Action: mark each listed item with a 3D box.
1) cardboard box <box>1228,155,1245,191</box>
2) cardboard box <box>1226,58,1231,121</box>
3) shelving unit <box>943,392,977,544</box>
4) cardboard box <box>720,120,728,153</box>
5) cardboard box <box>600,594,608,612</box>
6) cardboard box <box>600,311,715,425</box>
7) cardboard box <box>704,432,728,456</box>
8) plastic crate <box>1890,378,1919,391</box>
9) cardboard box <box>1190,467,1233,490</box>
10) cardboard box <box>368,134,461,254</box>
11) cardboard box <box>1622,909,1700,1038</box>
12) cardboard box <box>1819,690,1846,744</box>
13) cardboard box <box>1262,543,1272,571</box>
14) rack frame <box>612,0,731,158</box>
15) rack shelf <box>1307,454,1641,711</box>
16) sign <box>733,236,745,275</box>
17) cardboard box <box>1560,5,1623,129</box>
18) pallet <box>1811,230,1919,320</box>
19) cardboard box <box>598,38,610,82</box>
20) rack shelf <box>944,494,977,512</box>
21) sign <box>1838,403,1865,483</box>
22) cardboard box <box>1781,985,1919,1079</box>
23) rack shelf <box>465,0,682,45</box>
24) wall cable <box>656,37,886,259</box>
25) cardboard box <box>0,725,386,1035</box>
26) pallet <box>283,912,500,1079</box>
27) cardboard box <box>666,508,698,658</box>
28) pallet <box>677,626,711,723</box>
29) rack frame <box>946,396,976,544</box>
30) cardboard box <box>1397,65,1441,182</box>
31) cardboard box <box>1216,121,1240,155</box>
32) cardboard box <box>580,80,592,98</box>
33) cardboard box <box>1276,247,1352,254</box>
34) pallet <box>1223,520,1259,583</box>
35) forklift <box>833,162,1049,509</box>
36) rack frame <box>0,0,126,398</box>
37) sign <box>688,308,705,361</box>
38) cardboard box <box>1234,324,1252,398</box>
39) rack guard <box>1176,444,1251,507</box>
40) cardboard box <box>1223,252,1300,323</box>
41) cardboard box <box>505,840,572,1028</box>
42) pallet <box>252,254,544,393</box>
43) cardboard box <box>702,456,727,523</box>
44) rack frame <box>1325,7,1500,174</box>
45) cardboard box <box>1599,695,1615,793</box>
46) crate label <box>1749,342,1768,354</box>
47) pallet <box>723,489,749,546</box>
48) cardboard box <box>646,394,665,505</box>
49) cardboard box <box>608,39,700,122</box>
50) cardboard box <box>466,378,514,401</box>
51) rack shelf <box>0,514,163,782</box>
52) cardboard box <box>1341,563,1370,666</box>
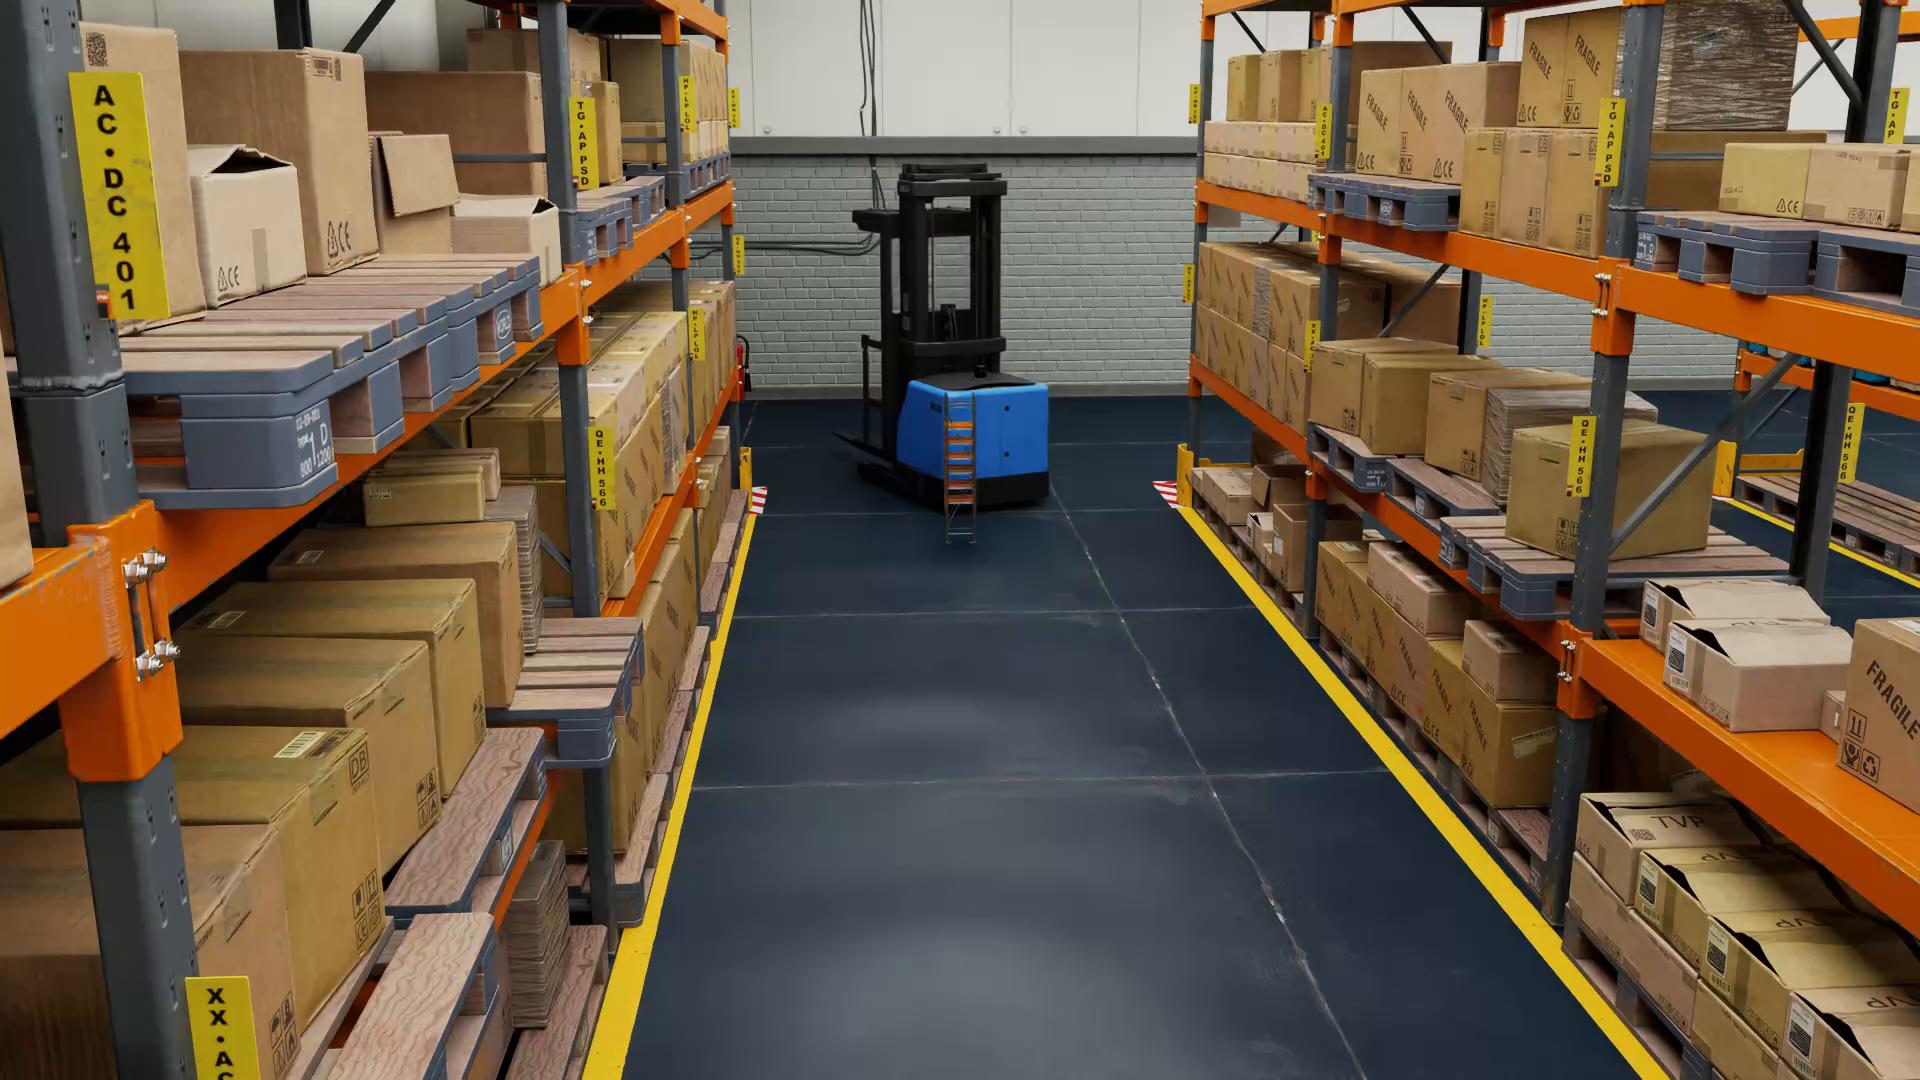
[{"bbox_3d":[2.353,-2.809,12.704,0.500,0.250,0.500,-1,14,-3],"label":"cardboard box"},{"bbox_3d":[2.573,-3.667,13.532,0.700,0.500,0.500,-1,14,-3],"label":"cardboard box"},{"bbox_3d":[0.001,-0.577,13.363,0.258,1.200,0.189,-1,14,-3],"label":"shelving unit"},{"bbox_3d":[-2.109,-3.186,13.125,0.500,0.250,0.500,0,14,-2],"label":"cardboard box"},{"bbox_3d":[-1.720,0.222,7.109,0.380,0.149,0.250,-1,14,-3],"label":"cardboard box"},{"bbox_3d":[-2.229,-1.199,11.565,0.980,0.700,0.700,-1,14,-5],"label":"cardboard box"},{"bbox_3d":[-2.070,-0.773,13.385,0.380,0.149,0.250,0,14,-2],"label":"cardboard box"},{"bbox_3d":[7.309,-1.220,12.656,0.293,0.136,0.466,-1,14,-3],"label":"plastic crate"},{"bbox_3d":[2.208,-0.532,14.413,0.380,0.149,0.250,-1,14,-3],"label":"cardboard box"},{"bbox_3d":[-1.936,-0.931,4.857,0.797,0.503,0.637,1,14,4],"label":"cardboard box"},{"bbox_3d":[2.792,1.568,6.086,0.500,0.250,0.500,-1,14,-5],"label":"cardboard box"},{"bbox_3d":[3.155,0.618,5.607,0.380,0.149,0.250,0,14,1],"label":"cardboard box"},{"bbox_3d":[2.371,0.124,11.865,0.380,0.149,0.250,-1,14,-3],"label":"cardboard box"},{"bbox_3d":[-2.419,-4.637,13.490,1.000,3.000,0.127,-1,14,-3],"label":"rack frame"},{"bbox_3d":[2.896,0.031,8.828,1.077,0.370,4.000,-1,14,-3],"label":"rack shelf"},{"bbox_3d":[-1.877,-2.412,14.083,0.100,0.325,0.005,-1,14,-3],"label":"sign"},{"bbox_3d":[2.968,-2.040,7.210,0.500,0.500,0.500,-1,14,-3],"label":"cardboard box"},{"bbox_3d":[3.224,-0.735,4.724,1.003,0.211,1.213,0,14,-1],"label":"pallet"},{"bbox_3d":[-2.448,-2.902,10.519,0.500,0.500,0.500,-1,14,-4],"label":"cardboard box"},{"bbox_3d":[0.001,-0.302,13.434,0.258,0.103,0.180,-1,14,-3],"label":"rack shelf"},{"bbox_3d":[3.574,-0.390,6.698,0.100,0.325,0.005,-1,14,-3],"label":"sign"},{"bbox_3d":[2.862,1.557,5.005,0.500,0.311,0.500,-1,14,-4],"label":"cardboard box"},{"bbox_3d":[-2.048,-2.603,7.830,1.077,0.370,4.000,-1,14,-3],"label":"rack shelf"},{"bbox_3d":[-2.413,-4.545,19.365,3.097,2.526,0.112,-1,14,-3],"label":"wall cable"},{"bbox_3d":[-1.701,0.725,3.605,0.700,0.500,0.500,1,14,2],"label":"cardboard box"},{"bbox_3d":[-1.578,1.153,3.409,1.003,0.211,1.213,-1,14,-3],"label":"pallet"},{"bbox_3d":[-2.001,0.260,9.966,0.750,0.750,0.750,-1,14,-3],"label":"cardboard box"},{"bbox_3d":[-2.048,0.804,9.977,1.003,0.211,1.213,-1,14,-3],"label":"pallet"},{"bbox_3d":[0.007,-0.555,13.274,0.240,1.200,0.006,-1,14,-3],"label":"rack frame"},{"bbox_3d":[2.794,-2.275,9.085,0.600,0.600,0.600,-1,14,-4],"label":"cardboard box"},{"bbox_3d":[2.321,-3.175,13.125,0.500,0.250,0.500,-1,14,-3],"label":"cardboard box"},{"bbox_3d":[-2.161,-1.968,8.050,0.700,0.500,0.500,-1,14,-3],"label":"cardboard box"},{"bbox_3d":[2.859,-2.110,13.499,0.500,0.500,0.500,0,14,-2],"label":"cardboard box"},{"bbox_3d":[2.652,0.061,12.865,1.003,0.211,1.213,-1,14,-3],"label":"pallet"},{"bbox_3d":[-0.320,-2.006,15.441,1.130,2.935,3.031,-7,16,-26],"label":"forklift"},{"bbox_3d":[-1.676,-1.653,1.891,1.000,3.000,0.127,-1,14,-3],"label":"rack frame"},{"bbox_3d":[-1.631,-1.270,10.278,0.100,0.325,0.005,-1,14,-3],"label":"sign"},{"bbox_3d":[2.384,-1.366,12.614,0.500,0.500,0.500,-1,14,-3],"label":"cardboard box"},{"bbox_3d":[2.529,-0.580,14.776,1.175,0.500,0.348,-1,14,-3],"label":"rack guard"},{"bbox_3d":[2.355,-1.973,12.968,0.500,0.500,0.500,-1,14,-3],"label":"cardboard box"},{"bbox_3d":[-1.827,1.434,6.068,0.700,0.500,0.500,-1,14,-3],"label":"cardboard box"},{"bbox_3d":[-1.675,-0.522,3.893,1.213,0.211,1.003,-1,14,-3],"label":"pallet"},{"bbox_3d":[-2.245,-0.428,13.342,0.700,0.500,0.500,-1,14,-4],"label":"cardboard box"},{"bbox_3d":[2.772,-3.720,9.924,1.000,3.000,0.127,-1,14,-3],"label":"rack frame"},{"bbox_3d":[3.239,0.930,8.025,0.500,0.500,0.500,-1,14,-5],"label":"cardboard box"},{"bbox_3d":[7.155,-1.766,14.587,0.416,0.233,0.303,-1,14,-3],"label":"crate label"},{"bbox_3d":[-2.292,-0.184,13.817,1.003,0.211,1.213,-1,14,-3],"label":"pallet"},{"bbox_3d":[-1.791,-0.452,8.427,0.500,0.500,0.500,0,14,-2],"label":"cardboard box"},{"bbox_3d":[-1.936,-2.914,10.563,0.500,0.500,0.500,-1,14,-4],"label":"cardboard box"},{"bbox_3d":[-2.239,-0.545,7.283,0.500,0.250,0.500,-1,14,-5],"label":"cardboard box"},{"bbox_3d":[-1.552,0.646,0.421,1.077,0.370,4.000,-1,14,-3],"label":"rack shelf"},{"bbox_3d":[2.603,0.440,9.931,0.500,0.500,0.500,-1,14,-3],"label":"cardboard box"}]
